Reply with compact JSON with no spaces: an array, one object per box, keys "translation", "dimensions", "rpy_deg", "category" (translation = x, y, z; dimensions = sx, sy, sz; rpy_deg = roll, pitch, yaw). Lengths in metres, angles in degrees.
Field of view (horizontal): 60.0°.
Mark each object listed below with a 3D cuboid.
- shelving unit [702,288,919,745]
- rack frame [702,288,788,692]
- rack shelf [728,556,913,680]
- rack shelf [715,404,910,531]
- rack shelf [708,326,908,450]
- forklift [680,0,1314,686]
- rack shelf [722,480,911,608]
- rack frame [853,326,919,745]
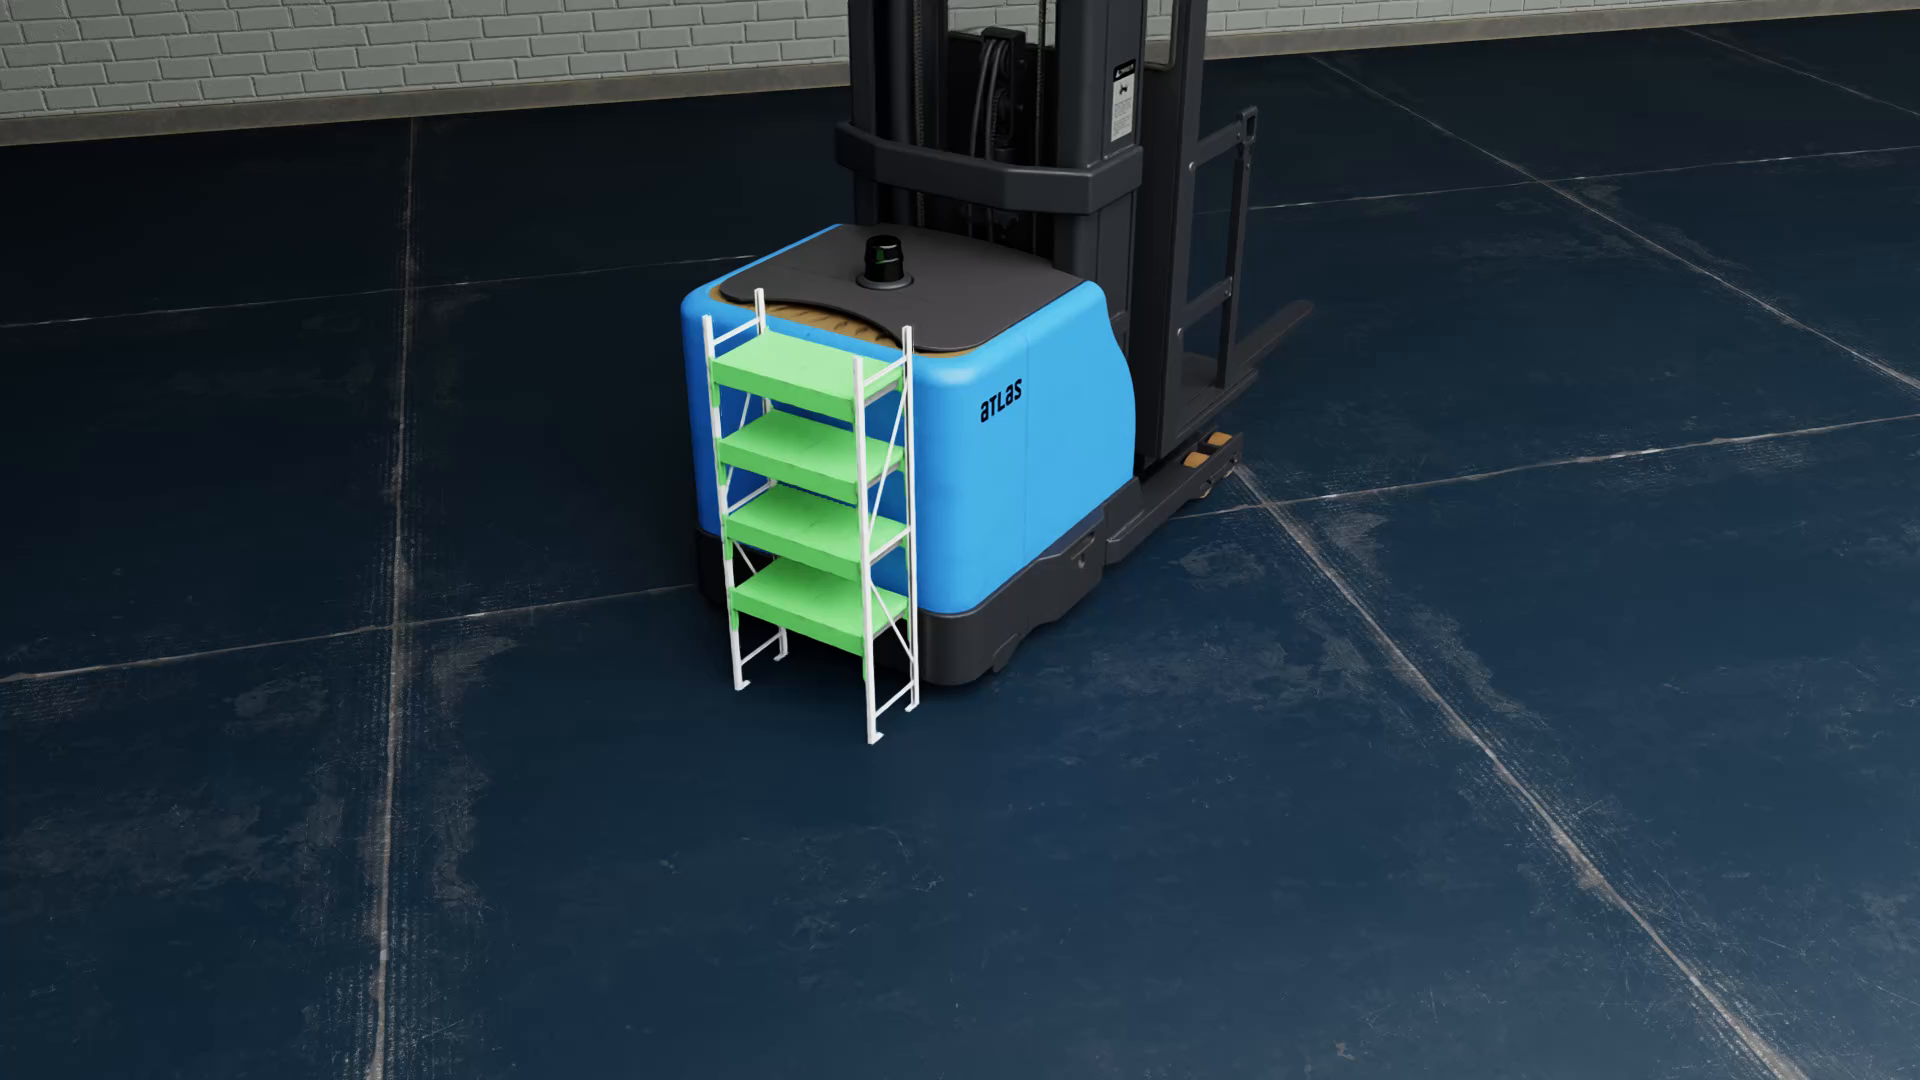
[{"translation":[-0.399,-0.052,4.639],"dimensions":[0.503,1.200,0.258],"rpy_deg":[18,35,28],"category":"shelving unit"},{"translation":[-0.605,-0.118,4.754],"dimensions":[0.015,1.200,0.240],"rpy_deg":[18,35,28],"category":"rack frame"},{"translation":[-0.398,0.210,4.793],"dimensions":[0.480,0.148,0.258],"rpy_deg":[18,35,28],"category":"rack shelf"},{"translation":[-0.400,-0.204,4.550],"dimensions":[0.480,0.148,0.258],"rpy_deg":[18,35,28],"category":"rack shelf"},{"translation":[-0.401,-0.410,4.429],"dimensions":[0.480,0.148,0.258],"rpy_deg":[18,35,28],"category":"rack shelf"},{"translation":[0.391,-1.536,5.479],"dimensions":[1.130,2.935,3.031],"rpy_deg":[18,35,28],"category":"forklift"},{"translation":[-0.399,0.003,4.672],"dimensions":[0.480,0.148,0.258],"rpy_deg":[18,35,28],"category":"rack shelf"},{"translation":[-0.194,0.014,4.525],"dimensions":[0.015,1.200,0.240],"rpy_deg":[18,35,28],"category":"rack frame"}]
